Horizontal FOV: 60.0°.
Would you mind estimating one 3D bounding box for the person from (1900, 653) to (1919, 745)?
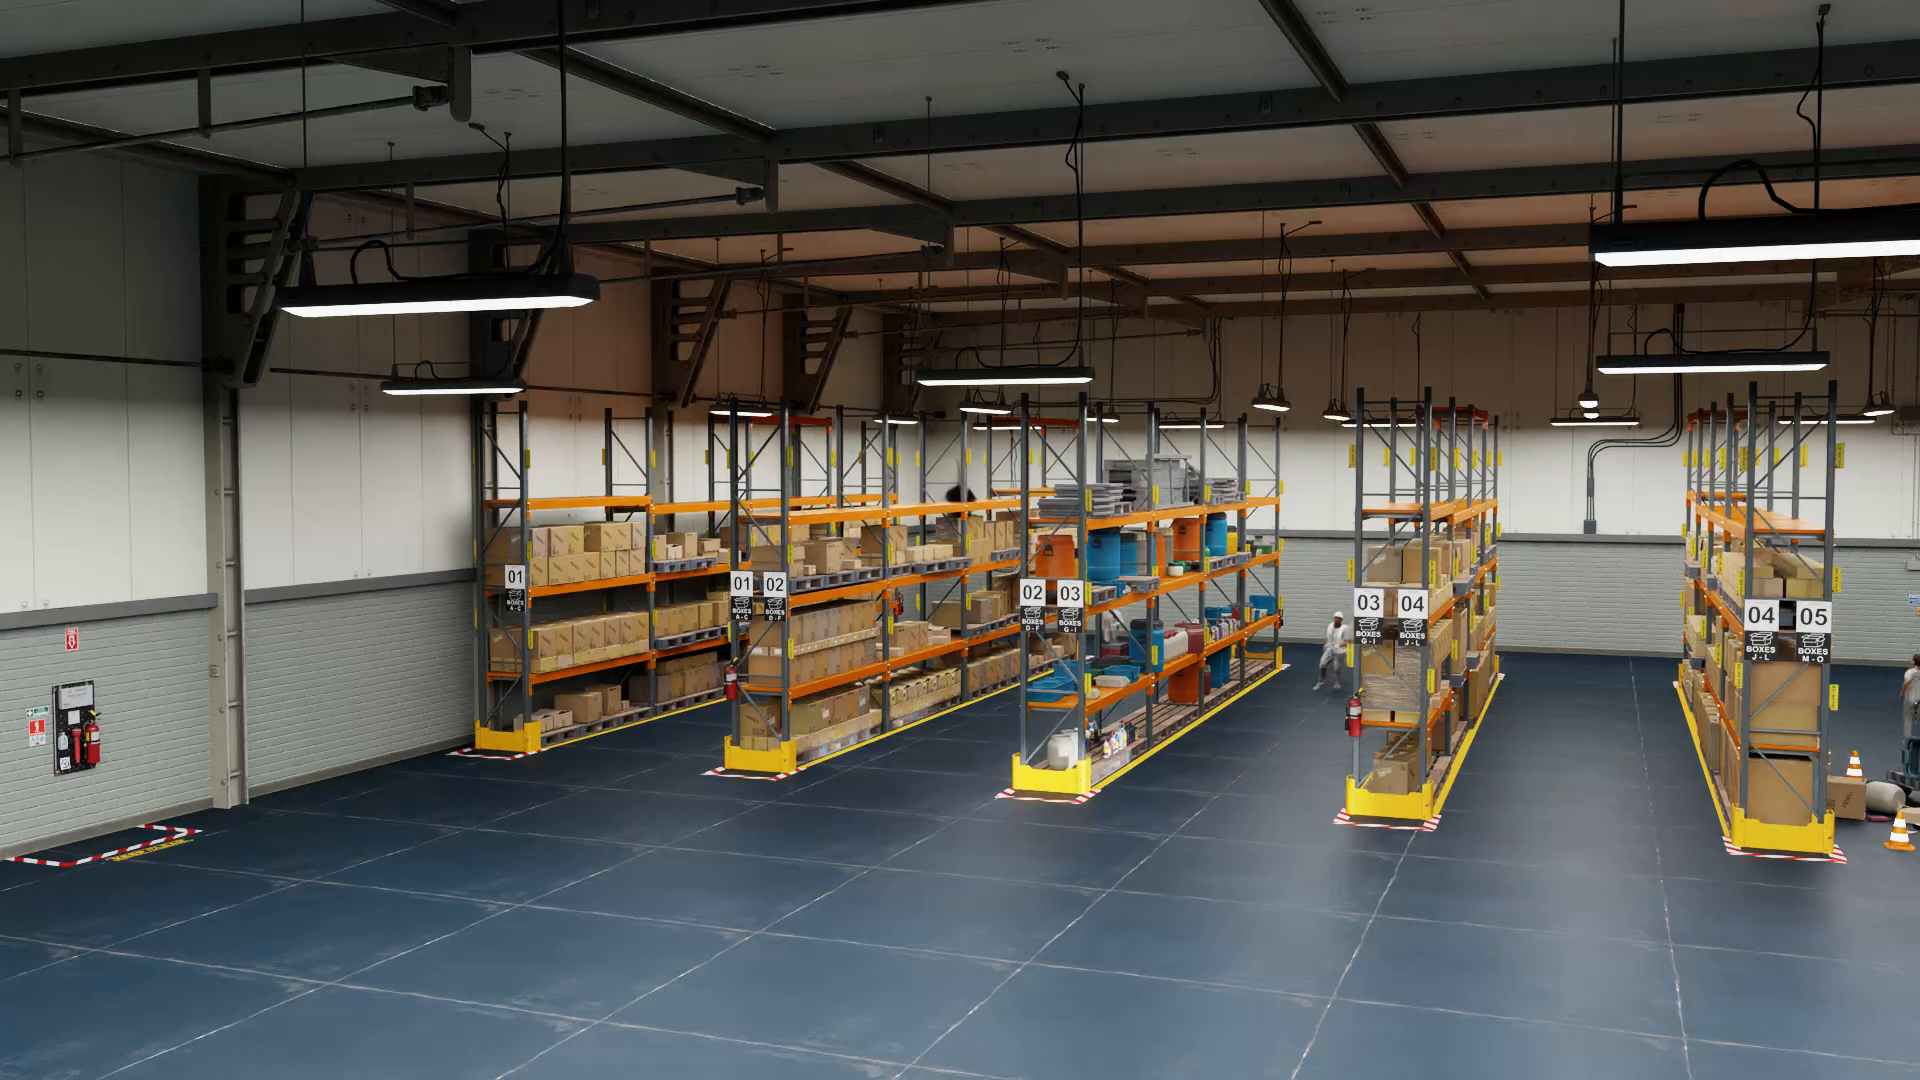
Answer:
[{"bbox_3d":[16.500,2.775,28.671,0.563,1.639,0.903,0,3,10],"label":"person"}]

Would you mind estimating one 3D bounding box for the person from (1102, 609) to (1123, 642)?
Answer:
[{"bbox_3d":[3.697,2.258,40.695,0.653,1.631,0.952,1,3,14],"label":"person"}]

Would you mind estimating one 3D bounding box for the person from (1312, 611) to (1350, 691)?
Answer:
[{"bbox_3d":[7.991,2.376,35.541,0.762,1.724,0.801,2,4,39],"label":"person"}]
